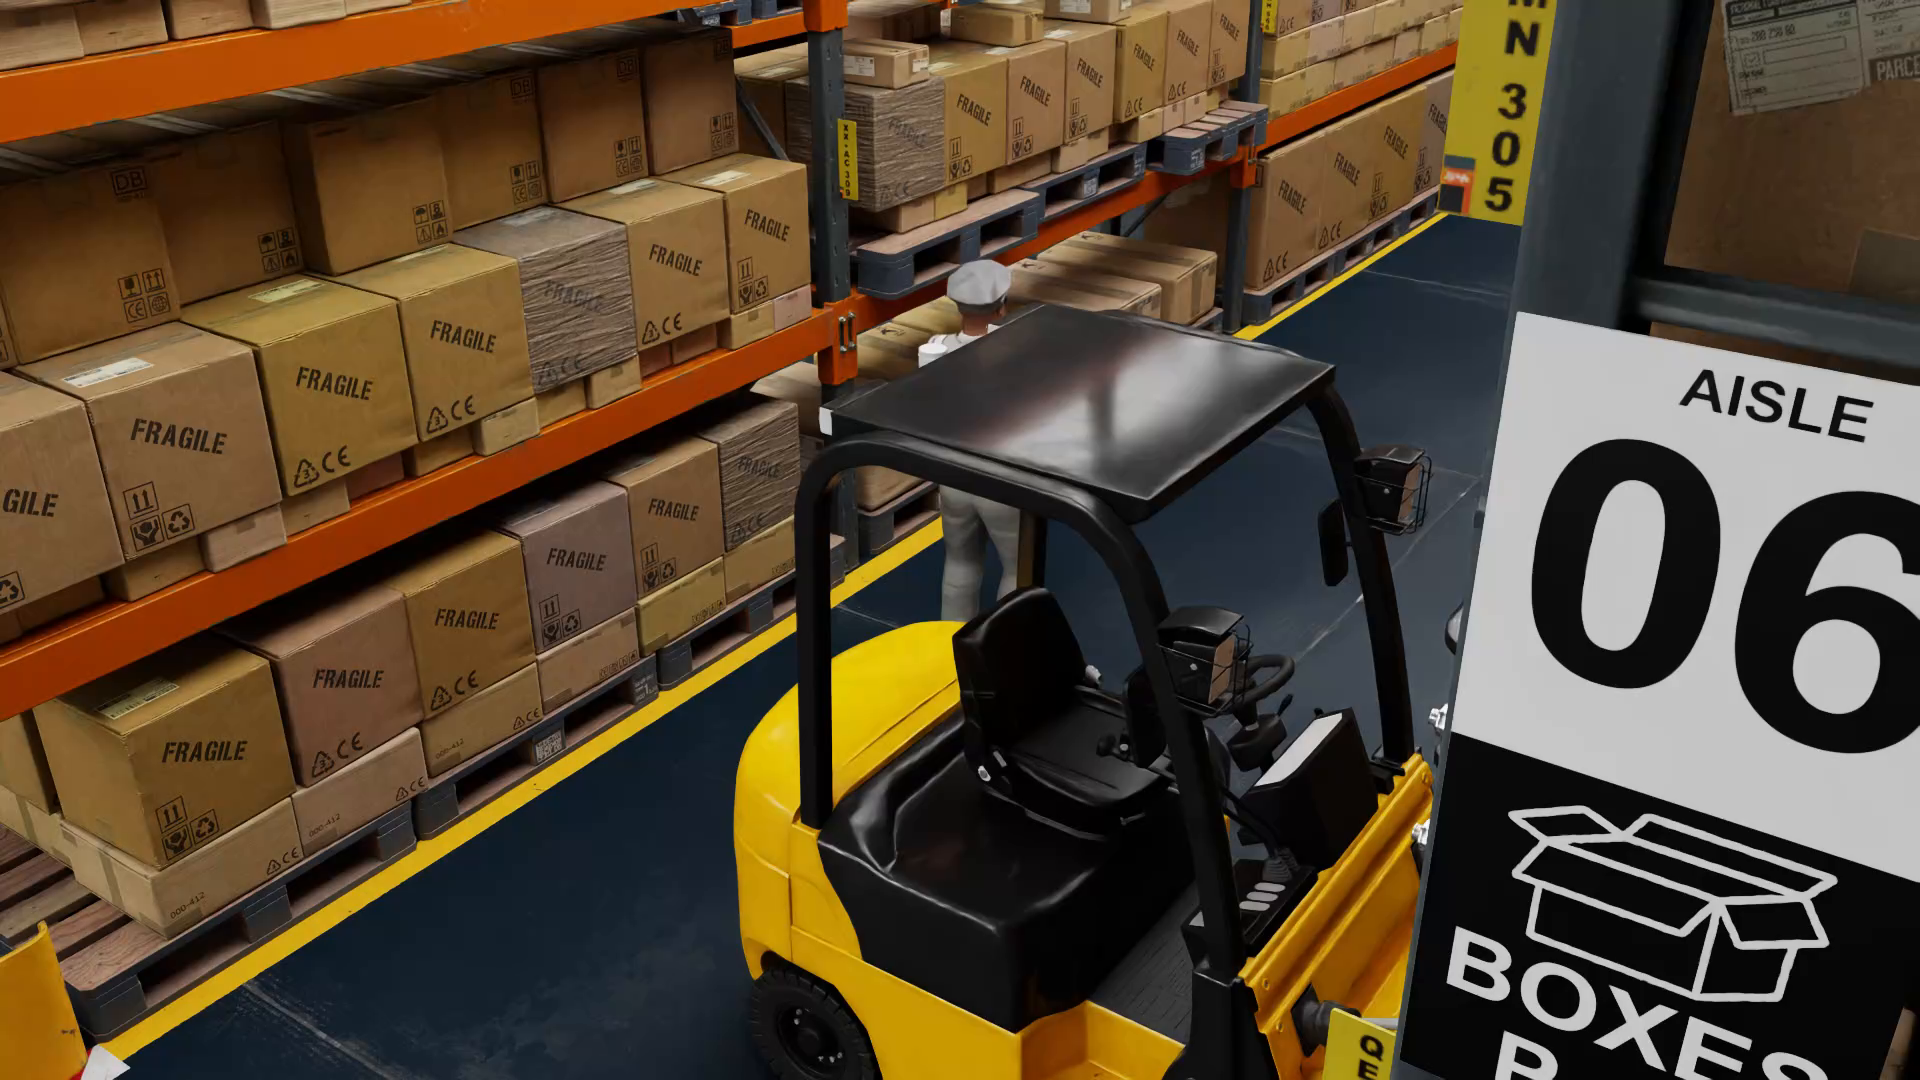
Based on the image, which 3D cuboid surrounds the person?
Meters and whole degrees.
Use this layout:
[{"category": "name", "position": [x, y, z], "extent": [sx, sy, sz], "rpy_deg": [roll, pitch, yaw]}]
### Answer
[{"category": "person", "position": [0.148, -0.273, 6.633], "extent": [0.490, 1.771, 0.566], "rpy_deg": [15, 31, 28]}]
